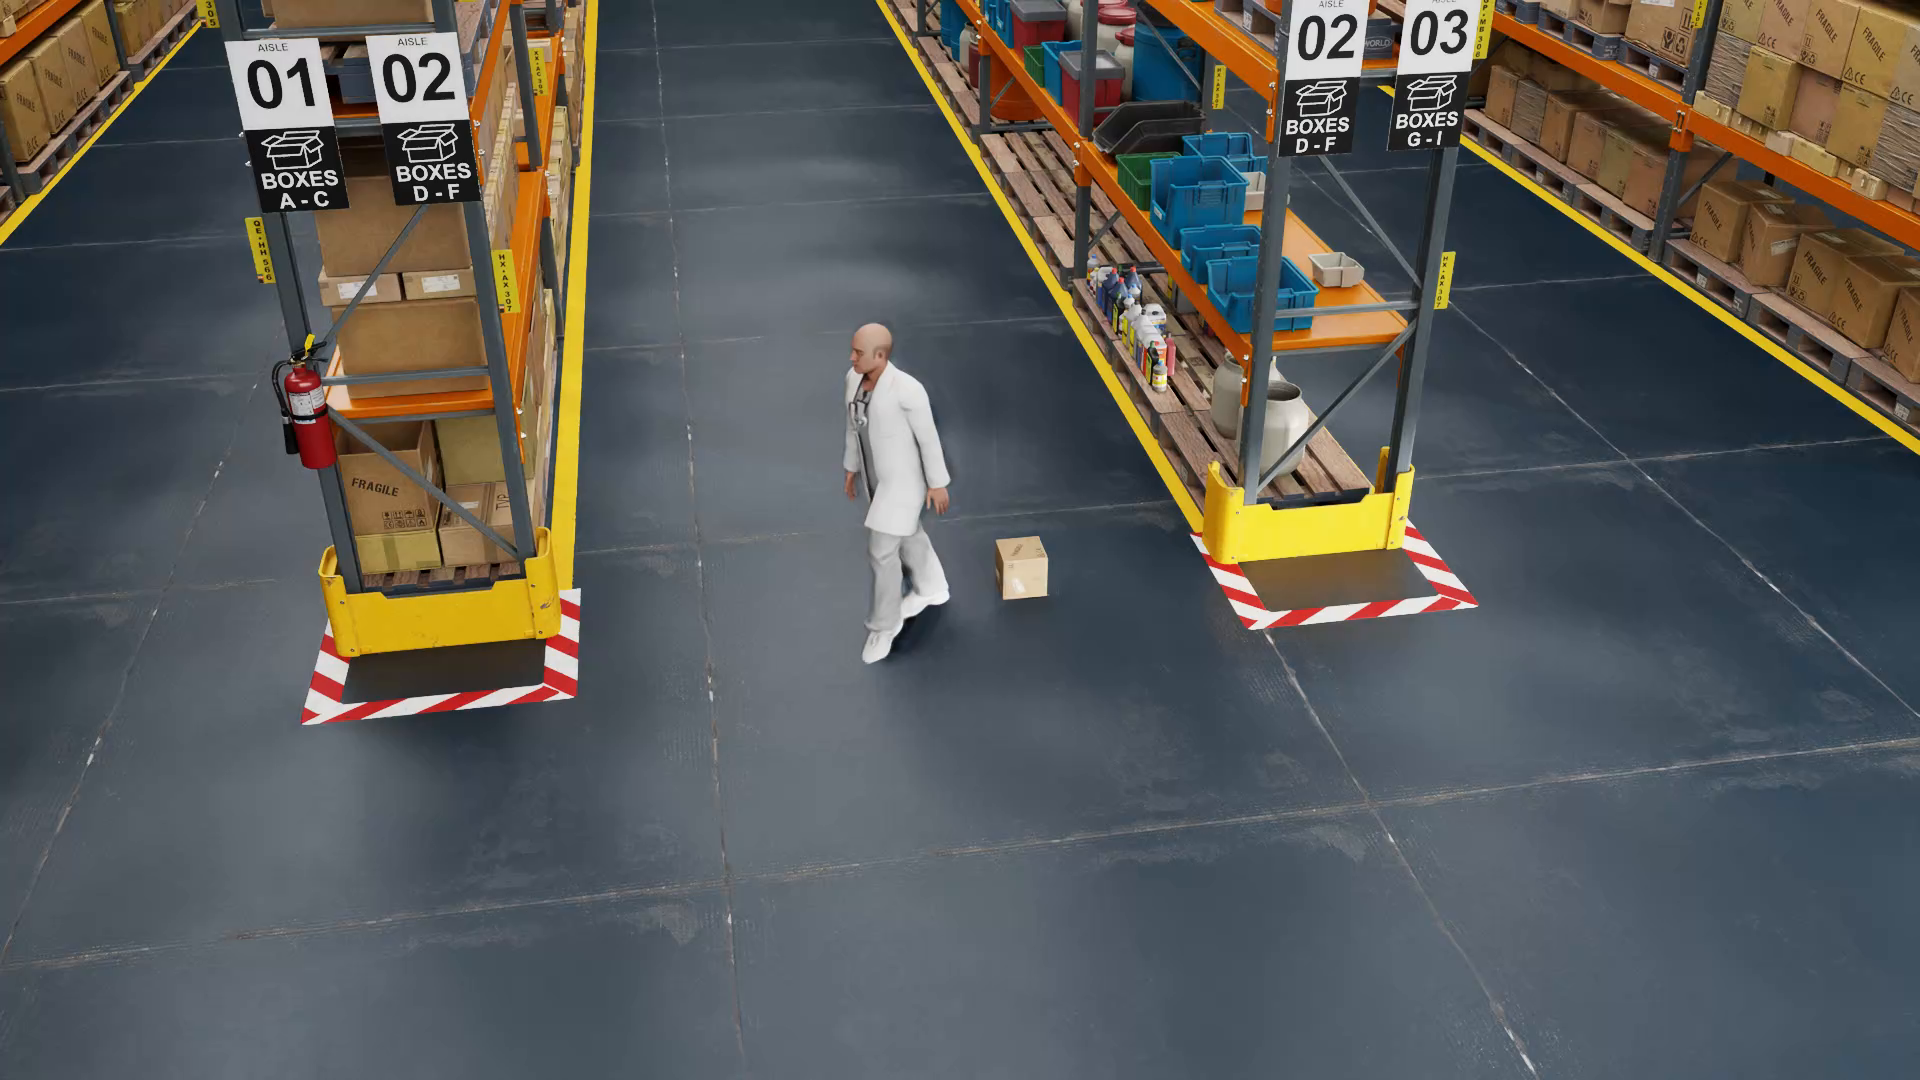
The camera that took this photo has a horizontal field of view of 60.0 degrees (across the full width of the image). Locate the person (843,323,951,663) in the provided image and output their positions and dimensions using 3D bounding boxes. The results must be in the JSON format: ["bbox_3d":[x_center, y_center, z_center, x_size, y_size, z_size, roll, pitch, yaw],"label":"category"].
[{"bbox_3d":[-0.349,-0.298,8.694,0.702,1.818,0.615,-20,36,-30],"label":"person"}]
